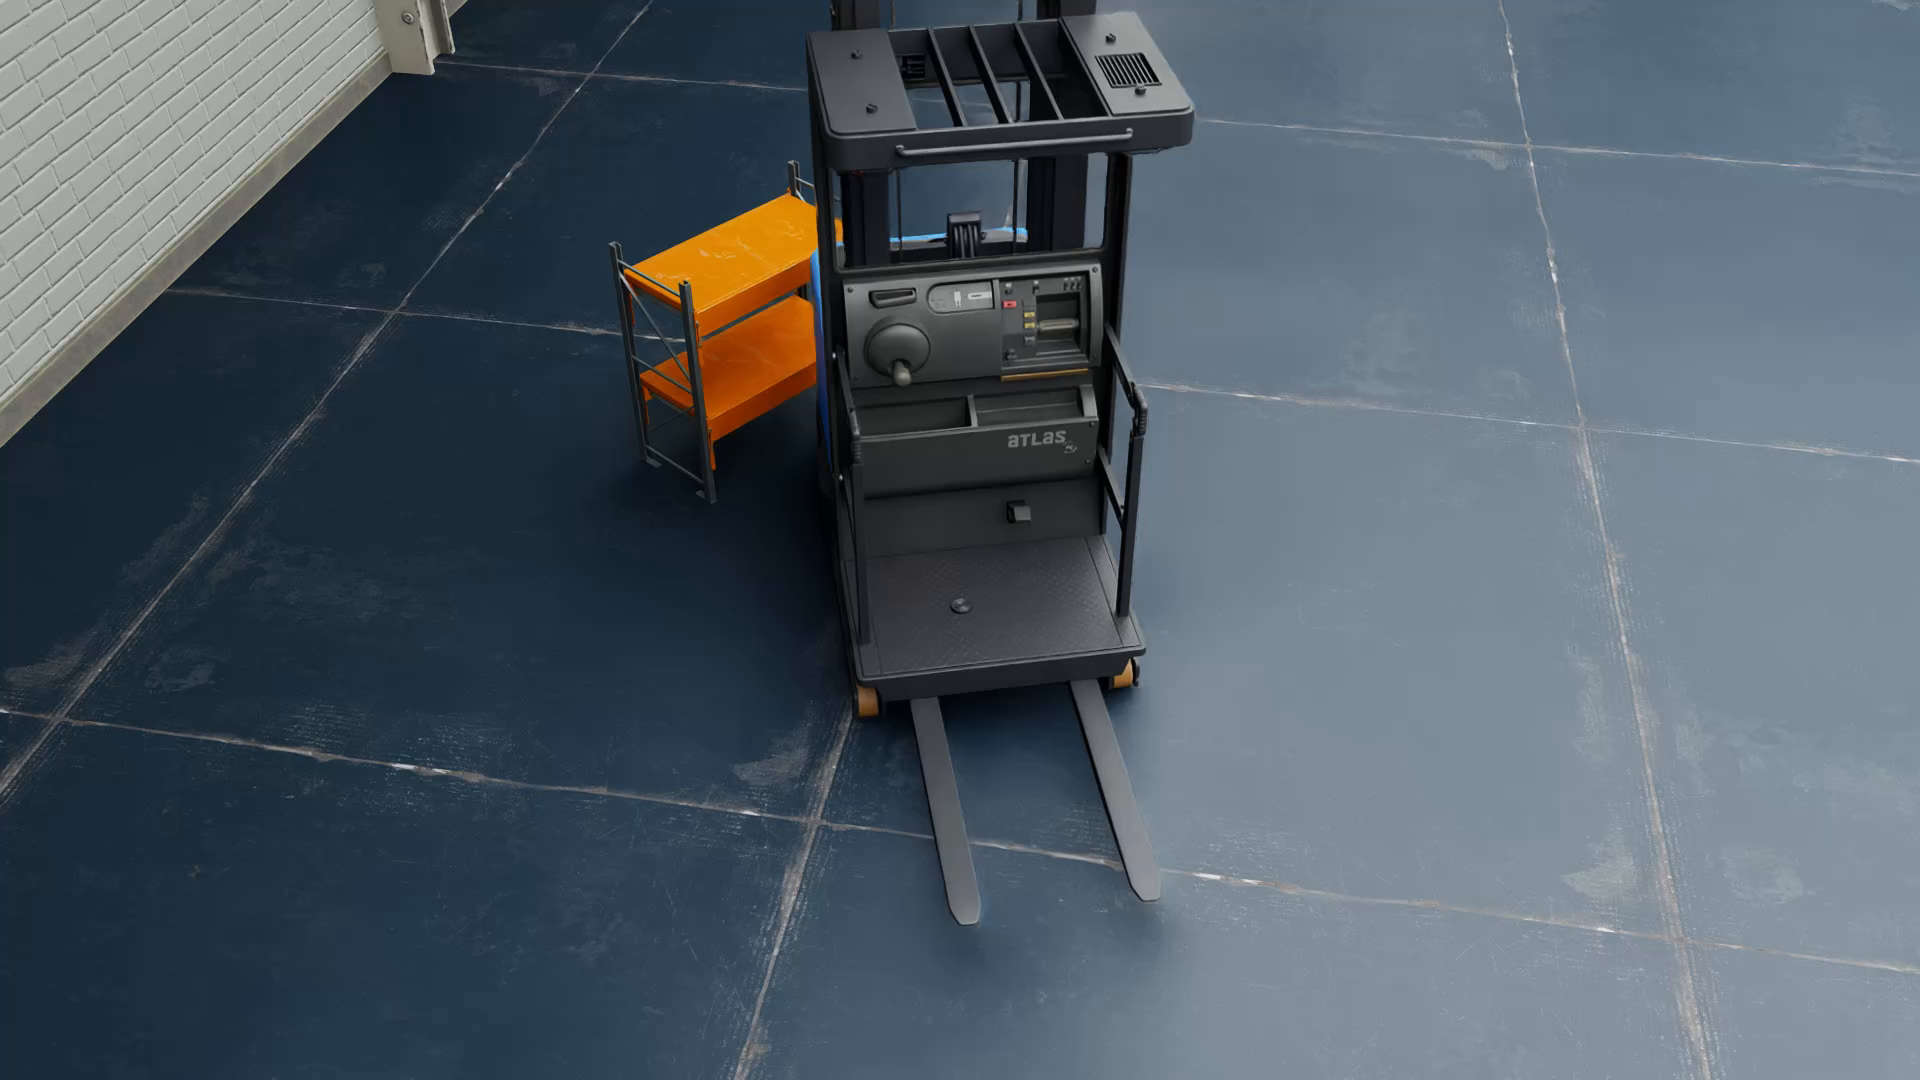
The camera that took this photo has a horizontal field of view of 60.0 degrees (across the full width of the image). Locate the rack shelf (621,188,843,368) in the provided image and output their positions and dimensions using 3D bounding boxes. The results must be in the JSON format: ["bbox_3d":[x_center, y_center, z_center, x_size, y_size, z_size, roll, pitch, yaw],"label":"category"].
[{"bbox_3d":[-0.938,-1.172,7.325,0.538,0.278,1.000,31,49,32],"label":"rack shelf"}]

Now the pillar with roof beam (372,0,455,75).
[{"bbox_3d":[0.640,-6.199,7.686,9.100,9.000,0.400,6,40,8],"label":"pillar with roof beam"}]

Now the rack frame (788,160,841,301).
[{"bbox_3d":[-0.591,-1.183,7.798,0.500,1.125,0.032,31,49,32],"label":"rack frame"}]

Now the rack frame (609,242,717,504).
[{"bbox_3d":[-1.285,-0.709,7.225,0.500,1.125,0.032,31,49,32],"label":"rack frame"}]

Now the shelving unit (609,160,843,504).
[{"bbox_3d":[-0.938,-0.946,7.511,0.538,1.125,1.048,31,49,32],"label":"shelving unit"}]

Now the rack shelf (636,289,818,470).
[{"bbox_3d":[-0.938,-0.758,7.667,0.538,0.278,1.000,31,49,32],"label":"rack shelf"}]

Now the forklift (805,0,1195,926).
[{"bbox_3d":[0.088,-0.694,5.790,1.130,2.935,3.031,-6,40,-7],"label":"forklift"}]
